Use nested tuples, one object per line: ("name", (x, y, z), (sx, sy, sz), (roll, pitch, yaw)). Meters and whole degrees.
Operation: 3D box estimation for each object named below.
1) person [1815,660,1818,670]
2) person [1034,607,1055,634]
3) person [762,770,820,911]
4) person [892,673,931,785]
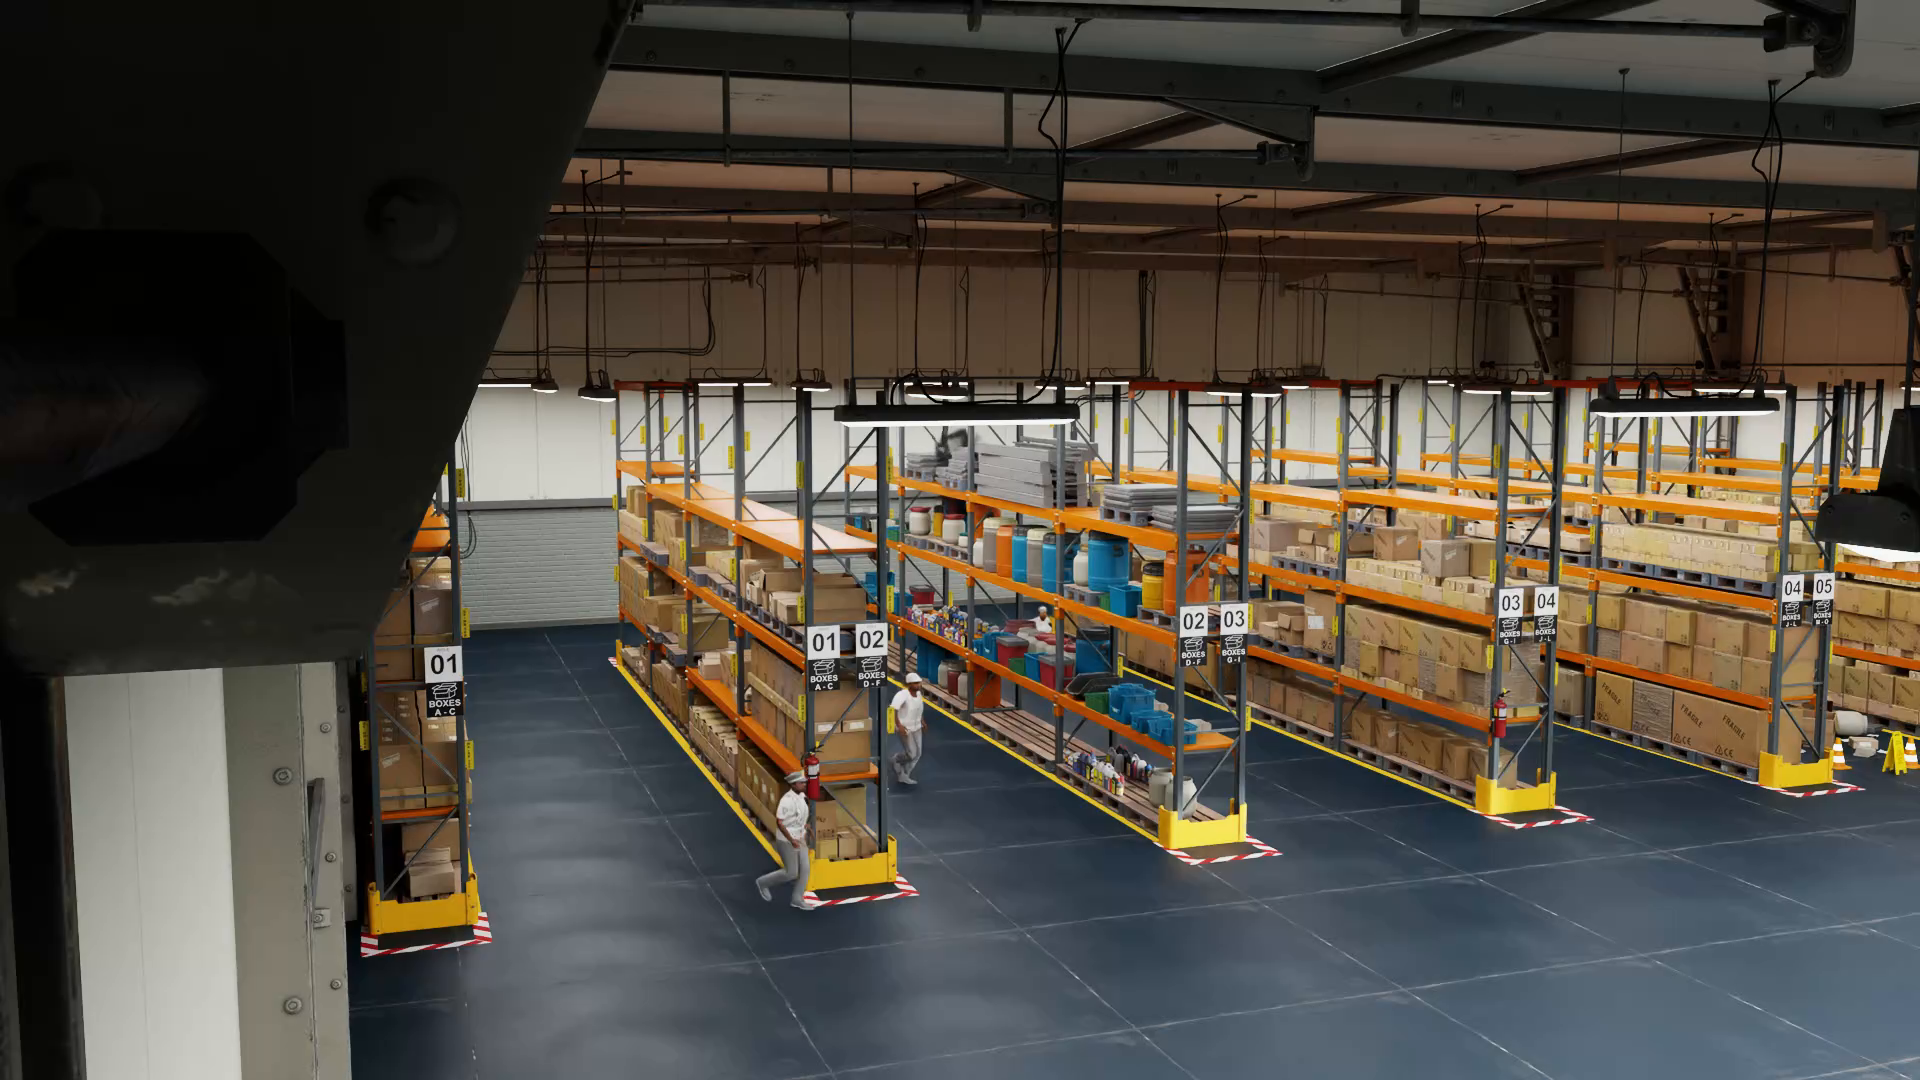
("person", (17.022, 1.910, 33.650), (0.662, 1.744, 0.839), (-3, 7, -23))
("person", (1.565, 2.110, 32.300), (0.587, 1.659, 0.917), (-3, 7, -26))
("person", (-1.939, 3.478, 19.327), (0.592, 1.665, 0.573), (2, 6, 20))
("person", (-0.764, 2.841, 25.082), (0.562, 1.695, 0.693), (6, 8, 43))
